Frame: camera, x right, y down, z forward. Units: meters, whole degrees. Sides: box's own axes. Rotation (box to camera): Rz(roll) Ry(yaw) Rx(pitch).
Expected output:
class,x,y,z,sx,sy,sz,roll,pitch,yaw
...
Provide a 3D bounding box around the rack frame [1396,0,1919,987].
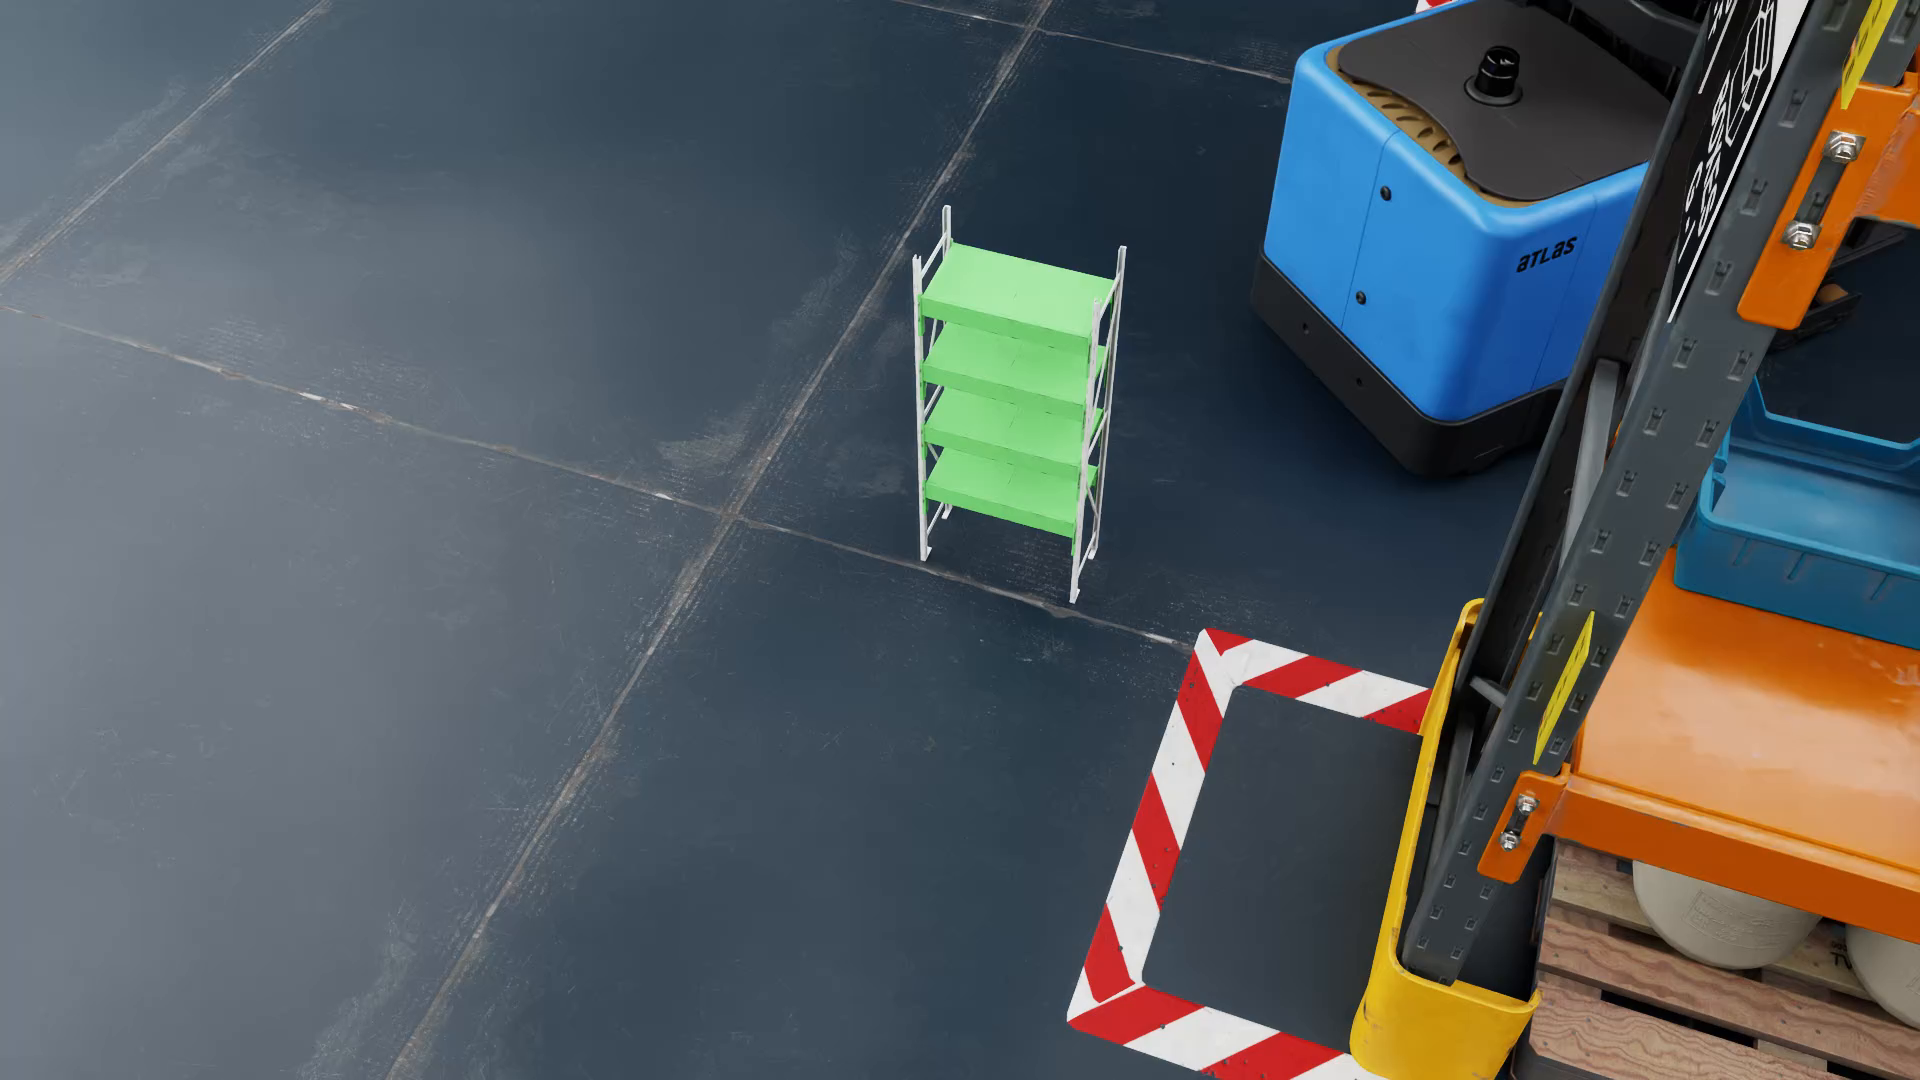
class,x,y,z,sx,sy,sz,roll,pitch,yaw
rack frame,1.231,-0.040,3.300,0.127,3.000,1.000,16,51,13

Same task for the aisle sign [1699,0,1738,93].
class,x,y,z,sx,sy,sz,roll,pitch,yaw
aisle sign,1.266,-1.121,2.516,0.004,0.787,0.394,16,51,13

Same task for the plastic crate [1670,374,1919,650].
class,x,y,z,sx,sy,sz,roll,pitch,yaw
plastic crate,1.804,-0.072,3.426,0.616,0.251,0.499,16,51,13

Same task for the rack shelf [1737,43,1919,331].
class,x,y,z,sx,sy,sz,roll,pitch,yaw
rack shelf,3.107,-0.263,1.984,4.000,0.370,1.077,16,51,13

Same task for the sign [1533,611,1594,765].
class,x,y,z,sx,sy,sz,roll,pitch,yaw
sign,1.036,0.258,2.858,0.005,0.325,0.100,16,51,13

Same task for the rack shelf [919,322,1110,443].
class,x,y,z,sx,sy,sz,roll,pitch,yaw
rack shelf,0.155,-0.465,4.626,0.480,0.148,0.258,16,51,13

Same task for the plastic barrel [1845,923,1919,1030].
class,x,y,z,sx,sy,sz,roll,pitch,yaw
plastic barrel,2.345,0.887,3.865,0.421,0.512,0.421,0,49,0

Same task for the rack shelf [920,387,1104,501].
class,x,y,z,sx,sy,sz,roll,pitch,yaw
rack shelf,0.155,-0.308,4.807,0.480,0.148,0.258,16,51,13

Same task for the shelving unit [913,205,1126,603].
class,x,y,z,sx,sy,sz,roll,pitch,yaw
shelving unit,0.155,-0.350,4.759,0.503,1.200,0.258,16,51,13

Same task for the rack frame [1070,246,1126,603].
class,x,y,z,sx,sy,sz,roll,pitch,yaw
rack frame,0.384,-0.286,4.704,0.015,1.200,0.240,16,51,13

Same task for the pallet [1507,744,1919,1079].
class,x,y,z,sx,sy,sz,roll,pitch,yaw
pallet,2.079,1.076,4.177,1.213,0.211,1.003,16,51,13

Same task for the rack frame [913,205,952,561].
class,x,y,z,sx,sy,sz,roll,pitch,yaw
rack frame,-0.074,-0.414,4.814,0.015,1.200,0.240,16,51,13

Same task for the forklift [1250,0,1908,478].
class,x,y,z,sx,sy,sz,roll,pitch,yaw
forklift,2.574,-1.964,5.013,3.031,2.935,1.130,-22,52,-18

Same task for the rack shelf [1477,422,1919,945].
class,x,y,z,sx,sy,sz,roll,pitch,yaw
rack shelf,3.107,0.719,3.118,4.000,0.370,1.077,16,51,13

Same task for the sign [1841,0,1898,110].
class,x,y,z,sx,sy,sz,roll,pitch,yaw
sign,1.036,-0.636,1.826,0.005,0.325,0.100,16,51,13

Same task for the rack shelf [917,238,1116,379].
class,x,y,z,sx,sy,sz,roll,pitch,yaw
rack shelf,0.155,-0.622,4.445,0.480,0.148,0.258,16,51,13

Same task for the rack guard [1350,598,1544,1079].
class,x,y,z,sx,sy,sz,roll,pitch,yaw
rack guard,1.318,0.765,4.256,0.348,0.500,1.175,16,51,13

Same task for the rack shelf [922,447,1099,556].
class,x,y,z,sx,sy,sz,roll,pitch,yaw
rack shelf,0.155,-0.151,4.989,0.480,0.148,0.258,16,51,13

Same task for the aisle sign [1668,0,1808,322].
class,x,y,z,sx,sy,sz,roll,pitch,yaw
aisle sign,1.062,-0.703,2.154,0.004,0.787,0.394,16,51,13

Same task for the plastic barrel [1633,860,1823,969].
class,x,y,z,sx,sy,sz,roll,pitch,yaw
plastic barrel,1.875,0.756,3.979,0.421,0.512,0.421,0,49,0
